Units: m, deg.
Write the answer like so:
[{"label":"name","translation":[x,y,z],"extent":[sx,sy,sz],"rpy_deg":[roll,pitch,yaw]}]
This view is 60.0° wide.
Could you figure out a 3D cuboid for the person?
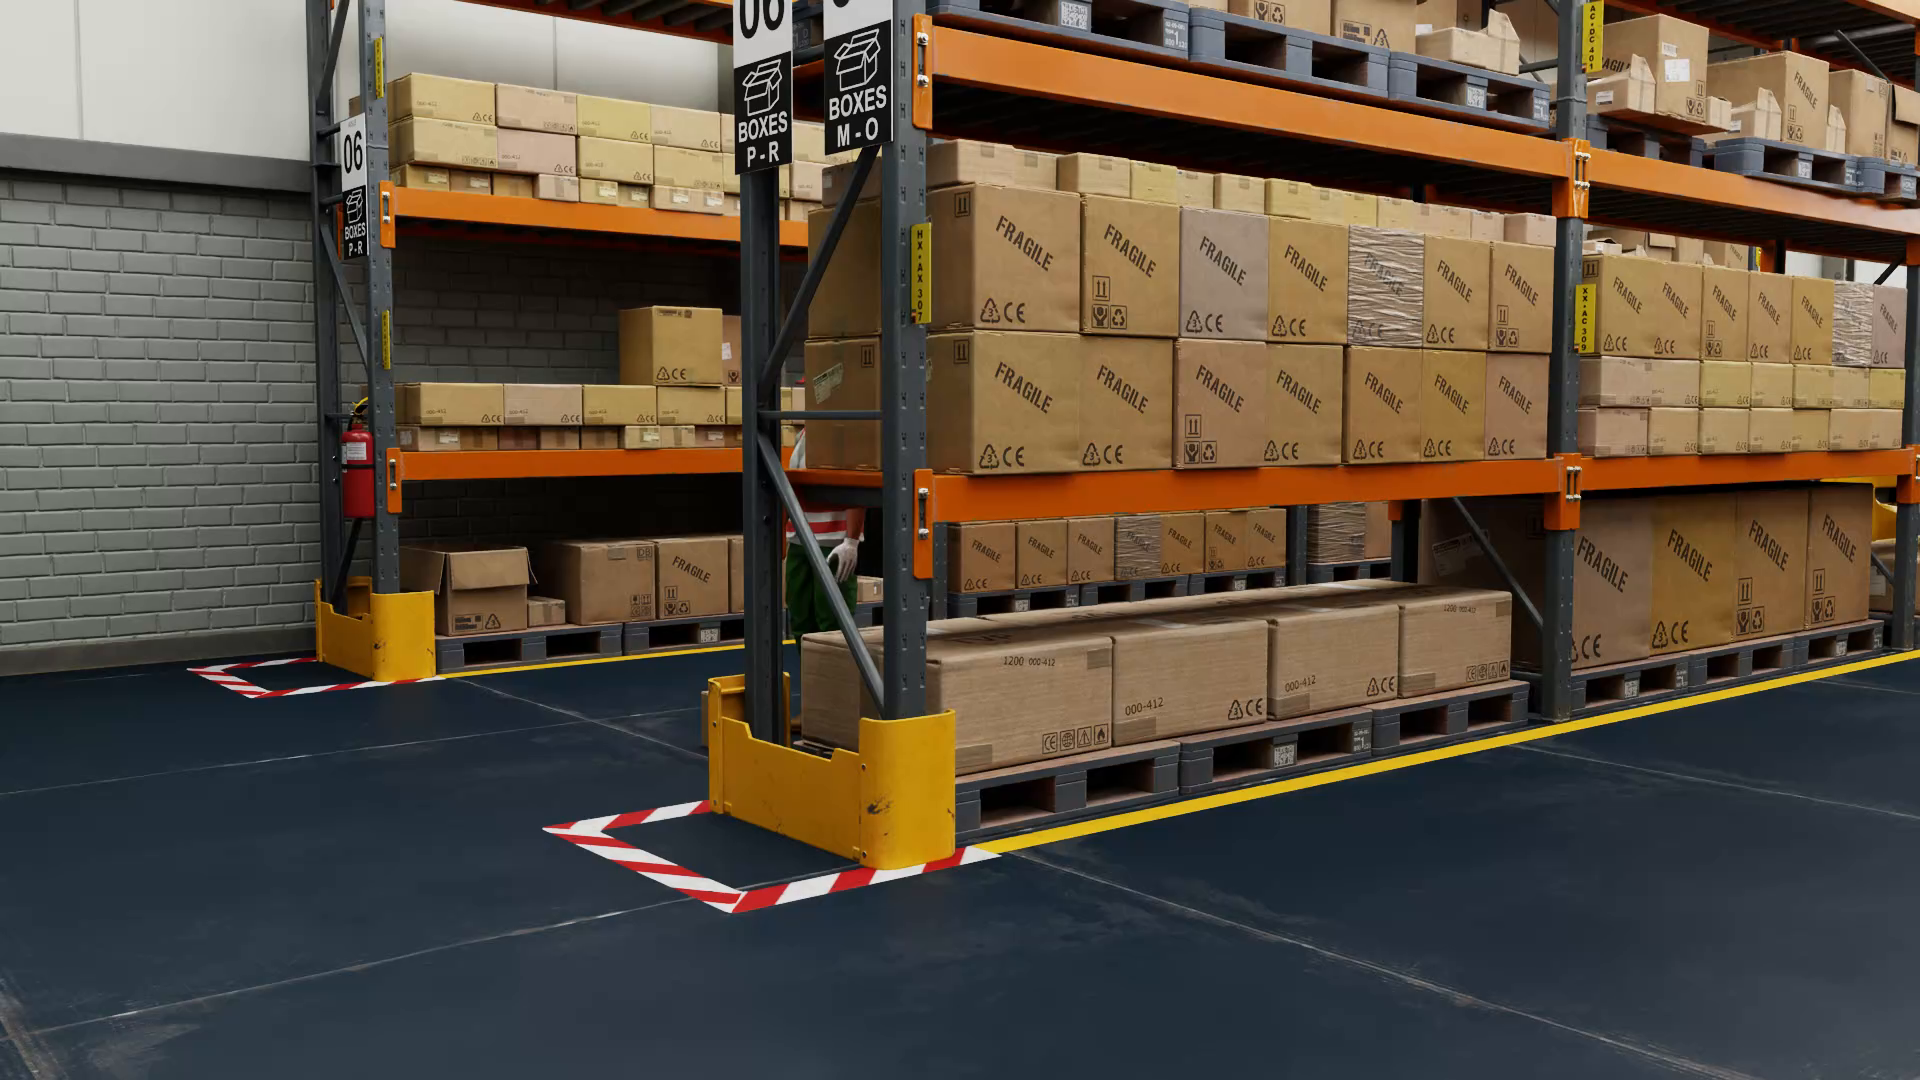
[{"label":"person","translation":[-0.634,0.034,7.828],"extent":[0.346,1.781,0.526],"rpy_deg":[-3,5,-39]}]
